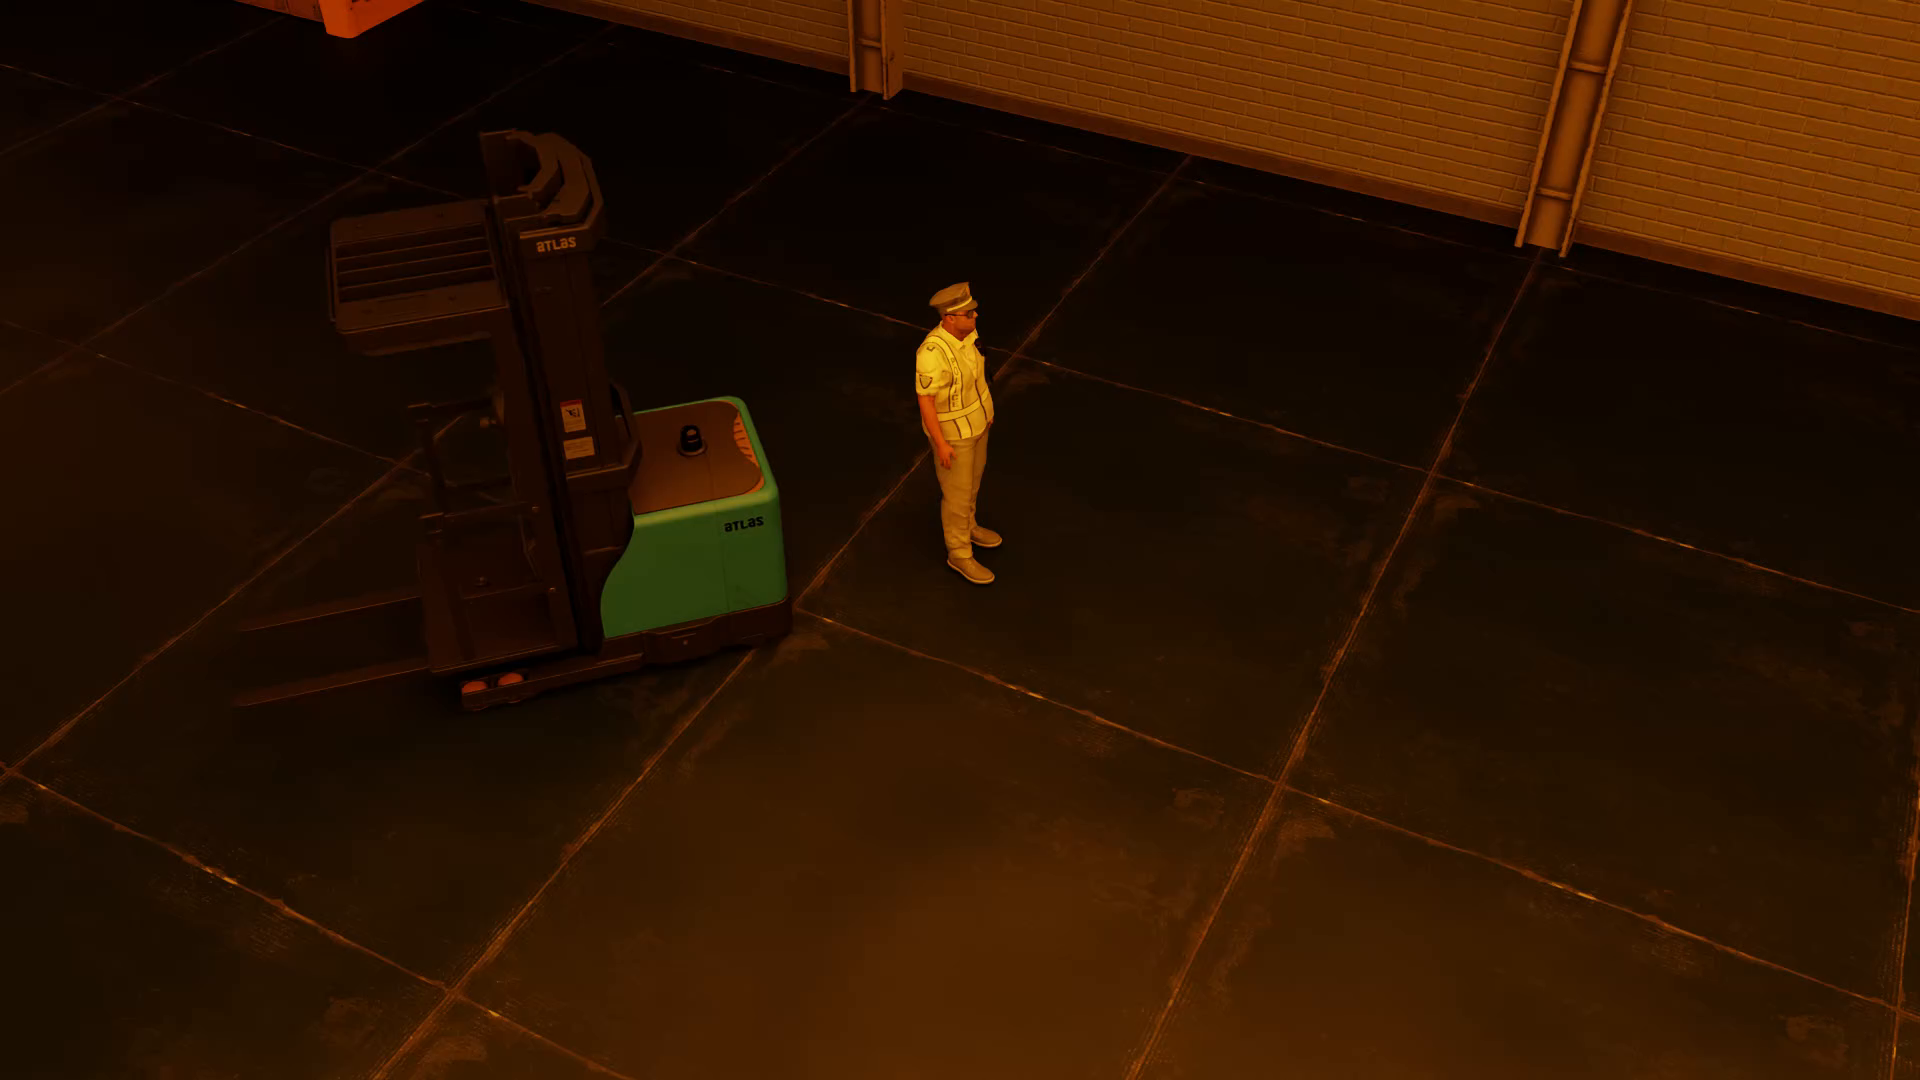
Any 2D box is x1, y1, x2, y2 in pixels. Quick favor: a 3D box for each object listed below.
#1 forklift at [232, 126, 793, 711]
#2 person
[{"bbox_3d":[-2.538,-0.565,8.658,3.031,2.935,1.130,-12,41,-13],"label":"forklift"},{"bbox_3d":[0.063,-0.657,9.648,0.575,1.780,0.640,18,43,21],"label":"person"}]
